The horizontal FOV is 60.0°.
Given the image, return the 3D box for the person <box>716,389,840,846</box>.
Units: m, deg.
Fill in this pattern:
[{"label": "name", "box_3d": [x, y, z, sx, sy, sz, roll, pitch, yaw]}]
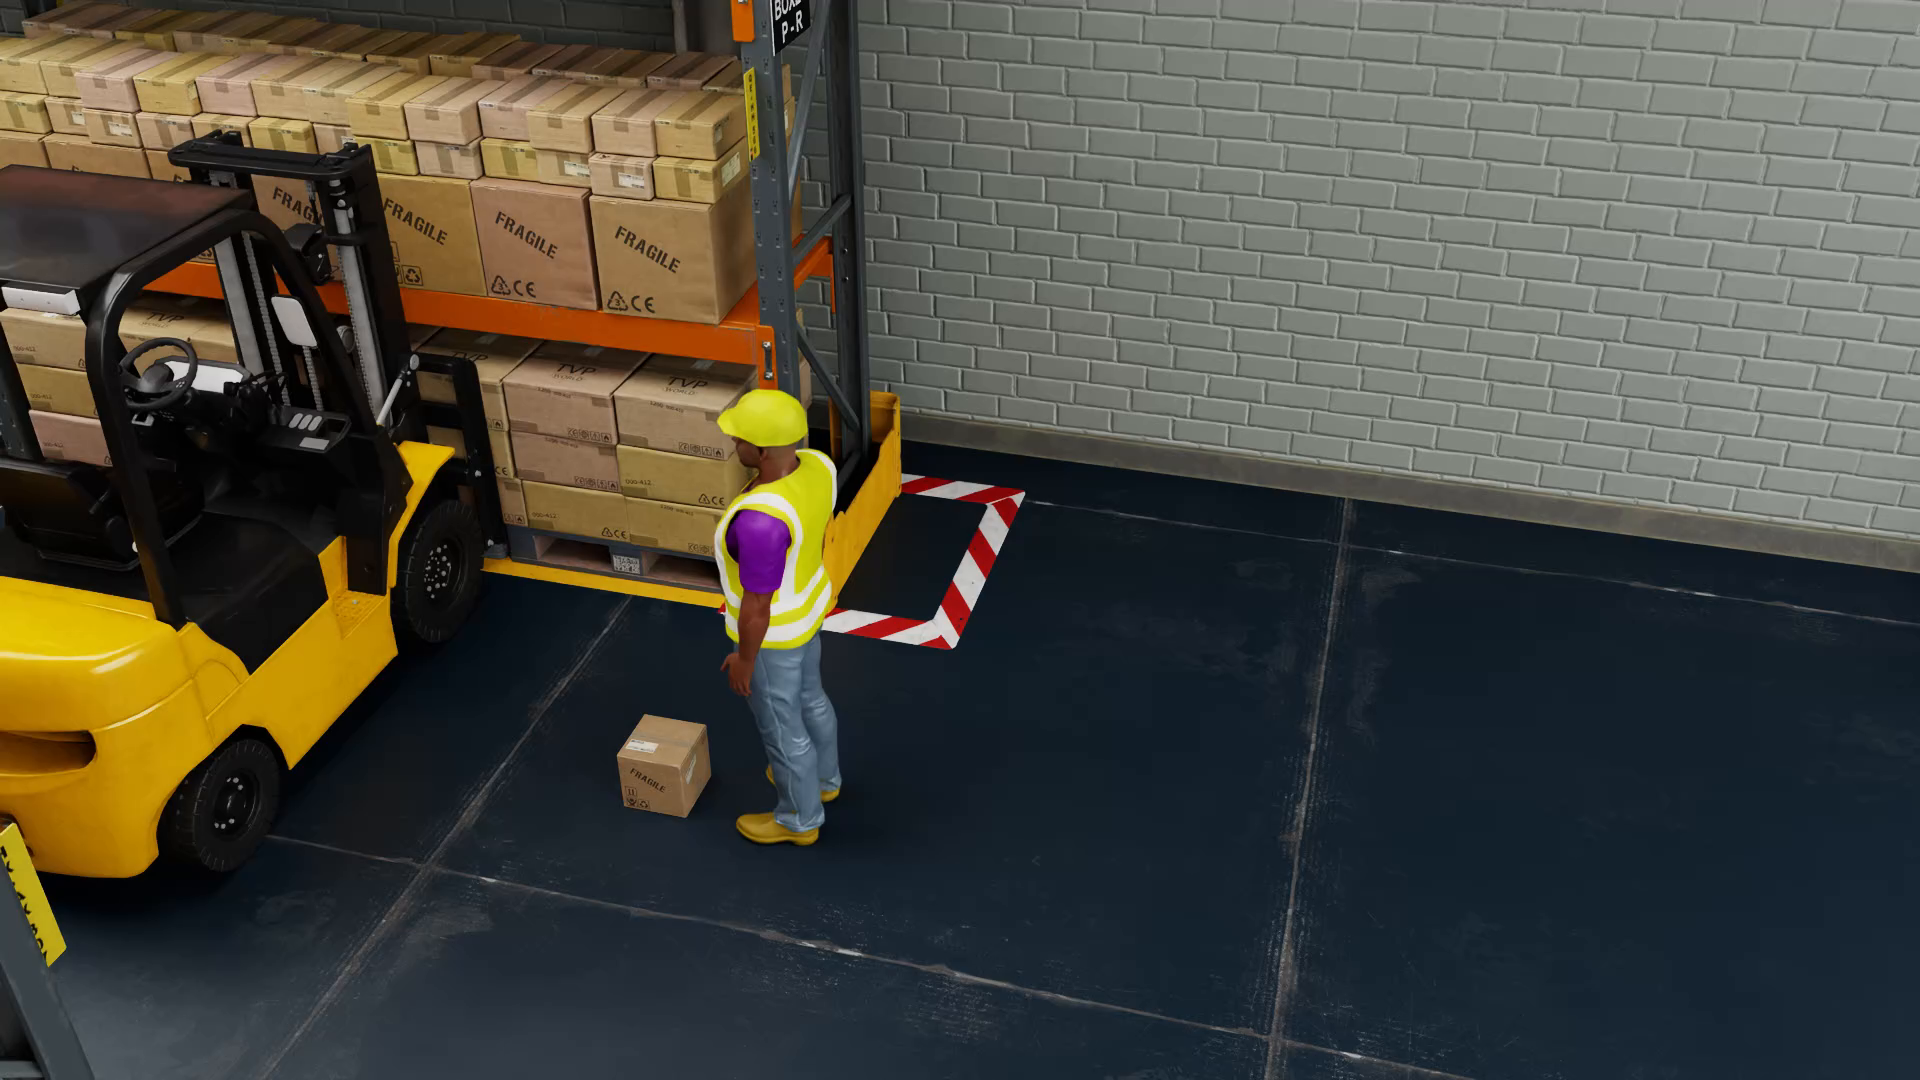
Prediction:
[{"label": "person", "box_3d": [-0.615, 0.267, 5.693, 0.352, 1.765, 0.455, 9, 34, 14]}]
